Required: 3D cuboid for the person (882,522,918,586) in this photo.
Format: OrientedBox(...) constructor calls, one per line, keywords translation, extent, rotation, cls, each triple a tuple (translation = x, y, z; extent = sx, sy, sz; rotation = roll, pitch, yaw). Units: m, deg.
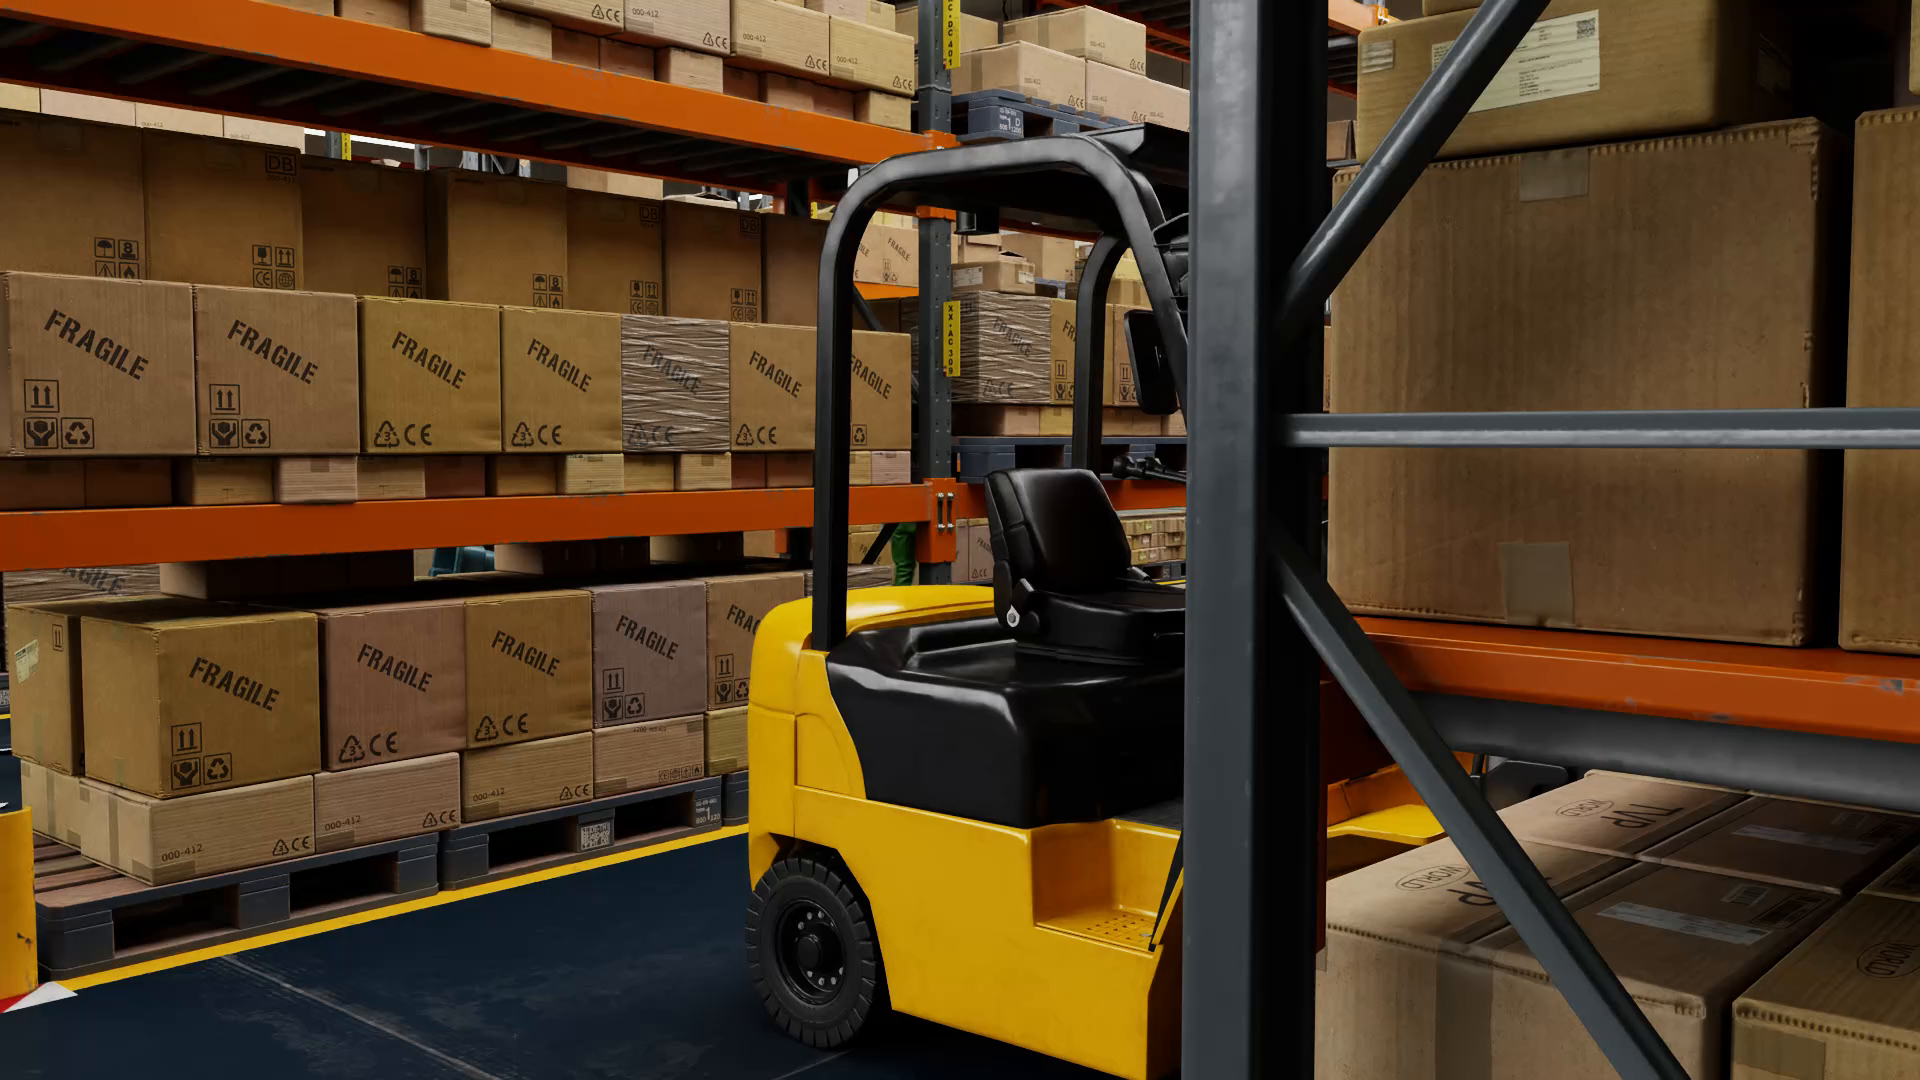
OrientedBox(translation=(-0.318, -0.027, 12.331), extent=(0.578, 1.552, 0.370), rotation=(2, 4, 36), cls="person")
